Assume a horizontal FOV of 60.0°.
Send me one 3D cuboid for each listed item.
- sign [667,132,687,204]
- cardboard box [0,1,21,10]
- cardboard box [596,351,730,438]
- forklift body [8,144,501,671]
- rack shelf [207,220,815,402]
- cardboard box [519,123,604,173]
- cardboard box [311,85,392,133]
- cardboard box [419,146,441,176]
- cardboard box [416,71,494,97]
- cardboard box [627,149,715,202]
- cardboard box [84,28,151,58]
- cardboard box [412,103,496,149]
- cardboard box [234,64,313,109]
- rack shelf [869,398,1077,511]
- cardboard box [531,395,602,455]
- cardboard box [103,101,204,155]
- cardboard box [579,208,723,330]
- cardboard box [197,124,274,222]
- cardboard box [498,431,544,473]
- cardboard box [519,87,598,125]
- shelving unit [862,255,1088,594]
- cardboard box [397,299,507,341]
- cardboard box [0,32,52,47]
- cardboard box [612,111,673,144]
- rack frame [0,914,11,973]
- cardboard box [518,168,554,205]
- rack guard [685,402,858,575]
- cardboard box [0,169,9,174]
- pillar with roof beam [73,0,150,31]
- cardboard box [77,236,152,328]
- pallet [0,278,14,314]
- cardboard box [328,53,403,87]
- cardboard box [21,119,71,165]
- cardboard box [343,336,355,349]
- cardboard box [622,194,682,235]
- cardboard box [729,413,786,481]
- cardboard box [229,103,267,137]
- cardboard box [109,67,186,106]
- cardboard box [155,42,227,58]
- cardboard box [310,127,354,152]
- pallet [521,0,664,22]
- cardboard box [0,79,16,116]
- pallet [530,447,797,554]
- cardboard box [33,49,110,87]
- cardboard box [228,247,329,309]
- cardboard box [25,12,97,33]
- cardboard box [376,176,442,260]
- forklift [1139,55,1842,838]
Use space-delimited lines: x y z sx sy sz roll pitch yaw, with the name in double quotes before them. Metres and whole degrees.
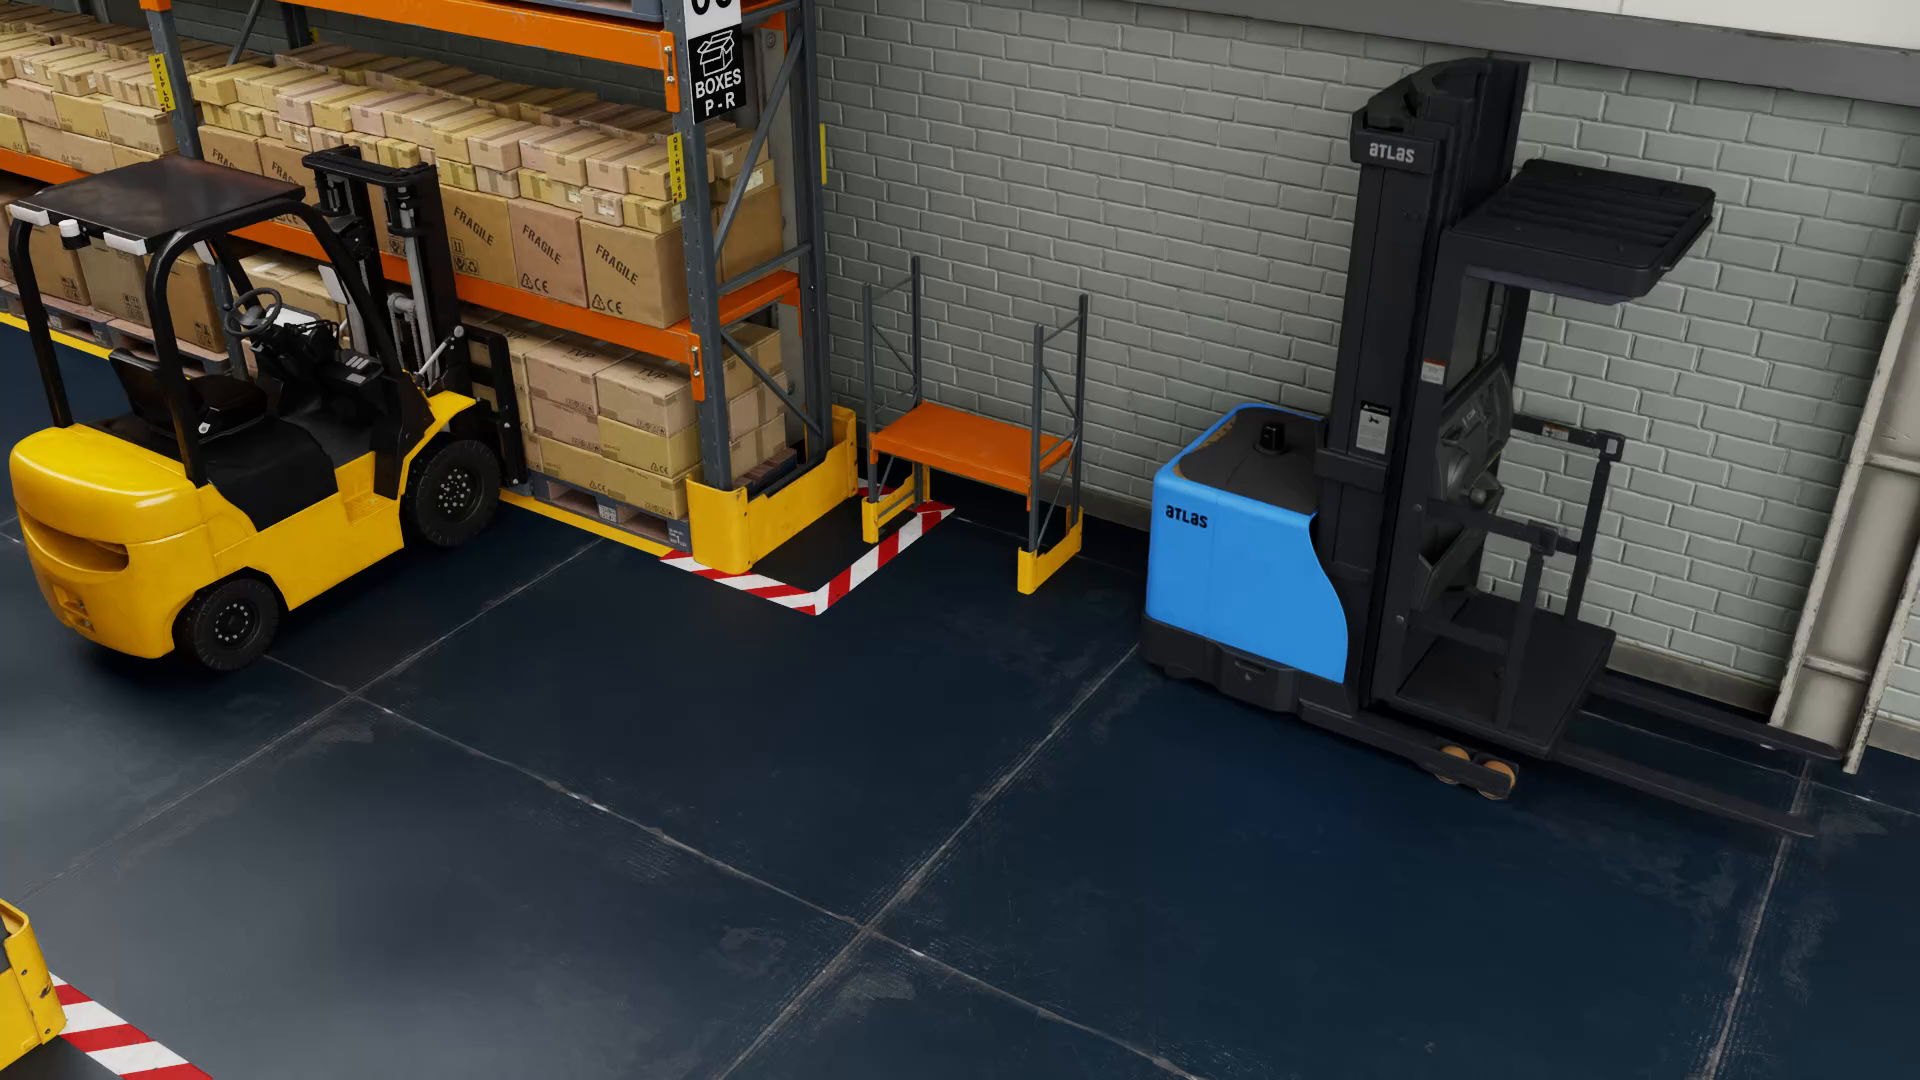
"sign" -1.347 -1.773 7.929 0.005 0.325 0.100 18 35 27
"cardboard box" -6.971 -3.747 11.952 0.250 0.149 0.380 18 35 27
"cardboard box" -1.603 -0.814 8.989 0.500 0.250 0.500 19 35 29
"forklift body" -3.623 -0.761 8.421 1.214 2.155 2.313 18 35 27
"rack shelf" -2.741 -1.624 9.770 4.000 0.370 1.077 18 35 27
"cardboard box" -2.095 -2.066 8.777 0.250 0.149 0.380 18 35 28
"cardboard box" -3.434 -2.443 9.423 0.250 0.149 0.380 17 34 27
"cardboard box" -2.752 -2.134 9.188 0.250 0.149 0.380 17 34 27
"cardboard box" -2.936 -2.609 9.707 0.250 0.149 0.380 17 34 27
"cardboard box" -1.462 -1.856 8.417 0.250 0.149 0.380 18 35 27
"cardboard box" -5.670 -3.343 11.261 0.250 0.149 0.380 17 34 27
"cardboard box" -2.764 -2.265 9.117 0.250 0.149 0.380 18 35 28
"cardboard box" -4.043 -2.686 9.839 0.250 0.149 0.380 18 35 28
"rack shelf" 0.072 -0.470 8.923 1.000 0.185 0.538 18 35 27
"cardboard box" -2.044 -0.744 9.365 0.500 0.250 0.500 17 34 27
"cardboard box" -4.986 -2.644 10.458 0.500 0.250 0.500 17 34 26
"cardboard box" -1.603 -1.462 8.679 0.500 0.500 0.500 17 34 26
"cardboard box" -4.198 -2.283 10.087 0.500 0.500 0.500 17 34 26
"cardboard box" -2.448 -0.658 9.714 0.500 0.250 0.500 18 35 28
"cardboard box" -2.261 -2.426 9.393 0.250 0.149 0.380 17 34 26
"shelving unit" 0.065 -0.627 8.837 1.083 1.500 0.587 18 35 27
"cardboard box" -2.896 -1.219 9.682 0.500 0.250 0.500 17 34 26
"cardboard box" -6.339 -3.284 11.160 0.250 0.149 0.380 18 35 27
"cardboard box" -1.652 -2.181 8.973 0.250 0.149 0.380 18 35 28
"rack frame" -3.682 0.721 5.038 0.127 3.000 1.000 18 35 27
"cardboard box" -2.113 -1.918 8.818 0.250 0.149 0.380 17 34 27
"rack guard" -1.026 -0.312 9.289 0.348 0.500 1.175 18 35 27
"cardboard box" -7.302 -2.524 12.540 0.625 0.625 0.875 19 35 29
"pillar with roof beam" -8.528 -4.331 7.744 0.400 9.000 9.100 18 35 27
"cardboard box" -5.536 -1.972 11.593 0.625 0.625 0.875 17 34 27
"pallet" -7.146 -2.100 12.640 1.213 0.211 1.003 18 35 27
"cardboard box" -3.582 -2.815 10.061 0.250 0.149 0.380 17 34 27
"cardboard box" -5.834 -2.707 11.062 0.500 0.250 0.500 18 35 28
"cardboard box" -3.342 -1.145 10.051 0.500 0.250 0.500 17 34 27
"cardboard box" -1.489 -1.695 8.436 0.250 0.149 0.380 18 35 28
"cardboard box" -1.359 -0.607 9.626 0.500 0.250 0.500 18 35 28
"cardboard box" -4.084 -2.527 9.862 0.250 0.149 0.380 18 35 28
"cardboard box" -5.070 -2.852 10.418 0.250 0.149 0.380 17 34 27
"cardboard box" -5.029 -3.141 10.914 0.250 0.149 0.380 17 35 27
"cardboard box" -3.458 -2.301 9.474 0.250 0.149 0.380 17 34 27
"pallet" -1.632 -2.857 8.281 1.213 0.211 1.003 18 35 27
"cardboard box" -6.273 -3.061 11.173 0.500 0.250 0.500 18 35 28
"pallet" -1.717 -0.381 9.694 1.213 0.211 1.003 18 35 27
"cardboard box" -5.731 -3.050 10.759 0.250 0.149 0.380 17 34 26
"cardboard box" -4.192 -1.632 10.391 0.500 0.250 0.500 17 34 27
"cardboard box" -6.291 -3.576 11.660 0.250 0.149 0.380 17 34 27
"cardboard box" -2.903 -1.872 9.382 0.500 0.500 0.500 18 35 28
"forklift" 2.389 -0.433 7.083 3.031 2.935 1.130 19 35 29
